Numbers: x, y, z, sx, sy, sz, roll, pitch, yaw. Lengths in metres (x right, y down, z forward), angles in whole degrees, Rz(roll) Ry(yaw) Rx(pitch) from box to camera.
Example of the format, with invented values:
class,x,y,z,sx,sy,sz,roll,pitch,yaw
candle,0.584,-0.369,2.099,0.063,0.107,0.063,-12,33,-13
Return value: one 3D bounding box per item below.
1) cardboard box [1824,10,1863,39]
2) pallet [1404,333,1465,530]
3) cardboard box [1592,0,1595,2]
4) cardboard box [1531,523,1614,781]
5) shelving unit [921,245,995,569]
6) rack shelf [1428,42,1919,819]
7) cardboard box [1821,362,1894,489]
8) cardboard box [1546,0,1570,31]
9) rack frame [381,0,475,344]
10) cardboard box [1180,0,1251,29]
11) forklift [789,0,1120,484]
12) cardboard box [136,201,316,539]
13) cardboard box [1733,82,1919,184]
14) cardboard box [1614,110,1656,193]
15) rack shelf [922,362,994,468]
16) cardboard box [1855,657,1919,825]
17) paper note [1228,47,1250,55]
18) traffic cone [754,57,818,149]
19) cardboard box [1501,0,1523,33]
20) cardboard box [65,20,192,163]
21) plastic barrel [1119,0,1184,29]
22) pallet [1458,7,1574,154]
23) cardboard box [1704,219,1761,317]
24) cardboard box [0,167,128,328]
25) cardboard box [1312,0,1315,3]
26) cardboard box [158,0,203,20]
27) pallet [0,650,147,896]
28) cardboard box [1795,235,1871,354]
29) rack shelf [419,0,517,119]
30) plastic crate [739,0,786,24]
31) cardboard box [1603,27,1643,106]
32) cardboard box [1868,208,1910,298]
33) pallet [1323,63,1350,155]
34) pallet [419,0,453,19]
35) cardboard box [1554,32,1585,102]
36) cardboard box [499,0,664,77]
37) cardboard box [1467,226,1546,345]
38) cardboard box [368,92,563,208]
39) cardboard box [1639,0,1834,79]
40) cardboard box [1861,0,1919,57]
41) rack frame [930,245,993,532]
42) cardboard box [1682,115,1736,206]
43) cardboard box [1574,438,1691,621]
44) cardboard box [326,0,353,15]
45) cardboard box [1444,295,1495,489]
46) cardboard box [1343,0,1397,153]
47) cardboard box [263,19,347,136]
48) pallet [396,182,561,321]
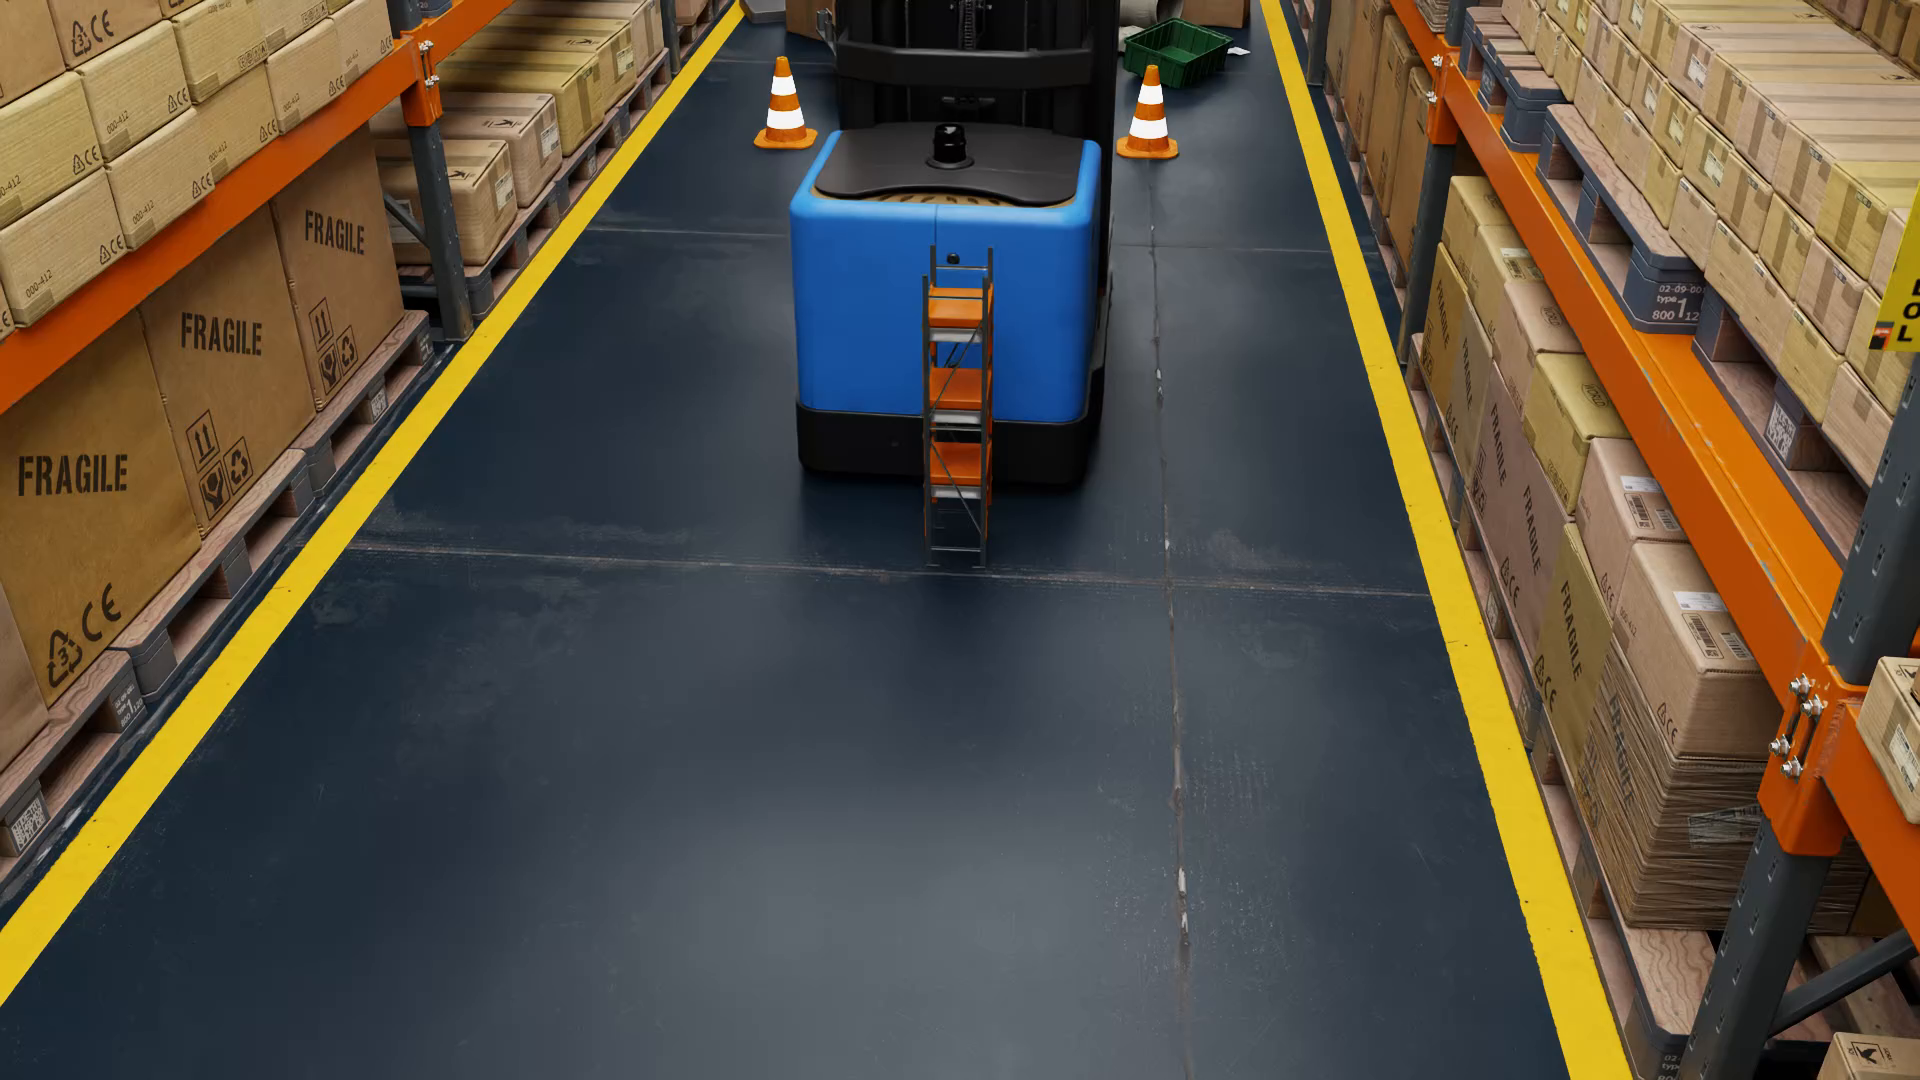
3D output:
class,x,y,z,sx,sy,sz,roll,pitch,yaw
cardboard box,2.666,-1.391,4.703,0.380,0.149,0.250,2,32,4
pallet,2.269,-0.413,6.218,1.003,0.211,1.213,2,32,4
cardboard box,2.038,-1.693,4.910,0.380,0.149,0.250,1,32,2
cardboard box,1.860,0.303,4.382,0.500,0.500,0.500,2,32,3
shelving unit,-0.004,-0.419,5.429,0.215,1.050,0.252,2,32,4
rack shelf,2.172,-0.656,4.642,1.077,0.370,4.000,2,32,4
cardboard box,1.844,-0.205,3.062,0.380,0.149,0.250,2,32,3
cardboard box,2.057,-1.681,5.174,0.380,0.149,0.250,2,32,2
rack frame,-2.607,-2.167,6.407,1.000,3.000,0.127,2,32,4
cardboard box,1.764,-3.892,11.587,0.500,0.500,0.500,8,32,12
forklift,0.095,-2.201,6.527,1.130,2.935,3.031,4,32,6
cardboard box,-2.823,-0.617,5.518,0.875,0.875,0.875,3,32,5
cardboard box,1.912,-0.873,3.580,0.380,0.149,0.250,2,32,4
cardboard box,1.968,-1.025,4.394,0.380,0.149,0.250,1,32,2
rack shelf,-0.004,-0.410,5.435,0.215,0.259,0.240,2,32,4
cardboard box,1.660,0.324,2.604,0.380,0.149,0.250,4,32,6
paper note,1.812,-3.226,10.956,0.147,0.020,0.142,-20,37,-29
traffic cone,-0.987,-2.470,9.318,0.336,0.463,0.334,2,32,4
cardboard box,2.097,-1.855,5.740,0.380,0.149,0.250,2,32,3
cardboard box,-2.495,-1.243,4.575,0.500,0.250,0.500,2,32,2
plastic barrel,1.224,-3.662,11.289,0.512,0.421,0.421,27,41,37
pallet,2.383,-1.549,5.588,1.213,0.211,1.003,2,32,4
cardboard box,1.907,-0.602,3.707,0.380,0.149,0.250,1,32,1
cardboard box,-2.536,-0.768,4.280,0.500,0.250,0.500,2,32,4
cardboard box,2.851,-4.172,11.285,0.875,0.875,0.875,3,32,4
cardboard box,-2.469,-1.826,4.805,0.500,0.500,0.500,2,32,4
pallet,-2.945,0.705,4.405,1.003,0.211,1.213,2,32,4
cardboard box,1.865,-0.470,3.208,0.380,0.149,0.250,3,32,4
rack shelf,-2.444,-2.906,8.293,1.077,0.370,4.000,2,32,4
plastic crate,-1.337,-3.802,11.842,0.402,0.080,0.583,-8,33,-13
cardboard box,1.992,-1.289,4.538,0.380,0.149,0.250,2,32,4
cardboard box,1.847,-0.460,2.910,0.380,0.149,0.250,4,32,6
pallet,2.672,-2.506,9.615,1.003,0.211,1.213,2,32,4
pallet,-2.655,-2.462,7.070,1.213,0.211,1.003,2,32,4
cardboard box,2.033,-1.432,5.054,0.380,0.149,0.250,4,32,6
cardboard box,-2.322,-3.044,9.935,0.950,0.372,0.625,3,32,5
cardboard box,1.996,-0.827,5.500,0.500,0.250,0.500,2,32,3
cardboard box,-2.499,-1.908,8.092,0.950,0.372,0.625,2,32,3
cardboard box,1.974,-1.282,4.244,0.380,0.149,0.250,2,32,3
cardboard box,2.644,-1.382,4.405,0.380,0.149,0.250,4,32,6
rack frame,0.006,-0.483,5.533,0.200,1.050,0.008,2,32,4
cardboard box,1.928,-0.878,3.872,0.380,0.149,0.250,1,32,1
cardboard box,1.873,-0.019,4.189,0.500,0.250,0.500,4,32,6
cardboard box,-2.393,-2.052,5.887,0.500,0.250,0.500,2,32,4
cardboard box,1.985,-0.501,5.686,0.500,0.500,0.500,3,32,5
cardboard box,2.617,-2.488,8.673,1.050,0.750,0.750,2,32,4
cardboard box,-2.416,-1.560,5.565,0.500,0.250,0.500,3,32,5
pallet,-2.542,-1.388,7.802,1.003,0.211,1.213,2,32,4
